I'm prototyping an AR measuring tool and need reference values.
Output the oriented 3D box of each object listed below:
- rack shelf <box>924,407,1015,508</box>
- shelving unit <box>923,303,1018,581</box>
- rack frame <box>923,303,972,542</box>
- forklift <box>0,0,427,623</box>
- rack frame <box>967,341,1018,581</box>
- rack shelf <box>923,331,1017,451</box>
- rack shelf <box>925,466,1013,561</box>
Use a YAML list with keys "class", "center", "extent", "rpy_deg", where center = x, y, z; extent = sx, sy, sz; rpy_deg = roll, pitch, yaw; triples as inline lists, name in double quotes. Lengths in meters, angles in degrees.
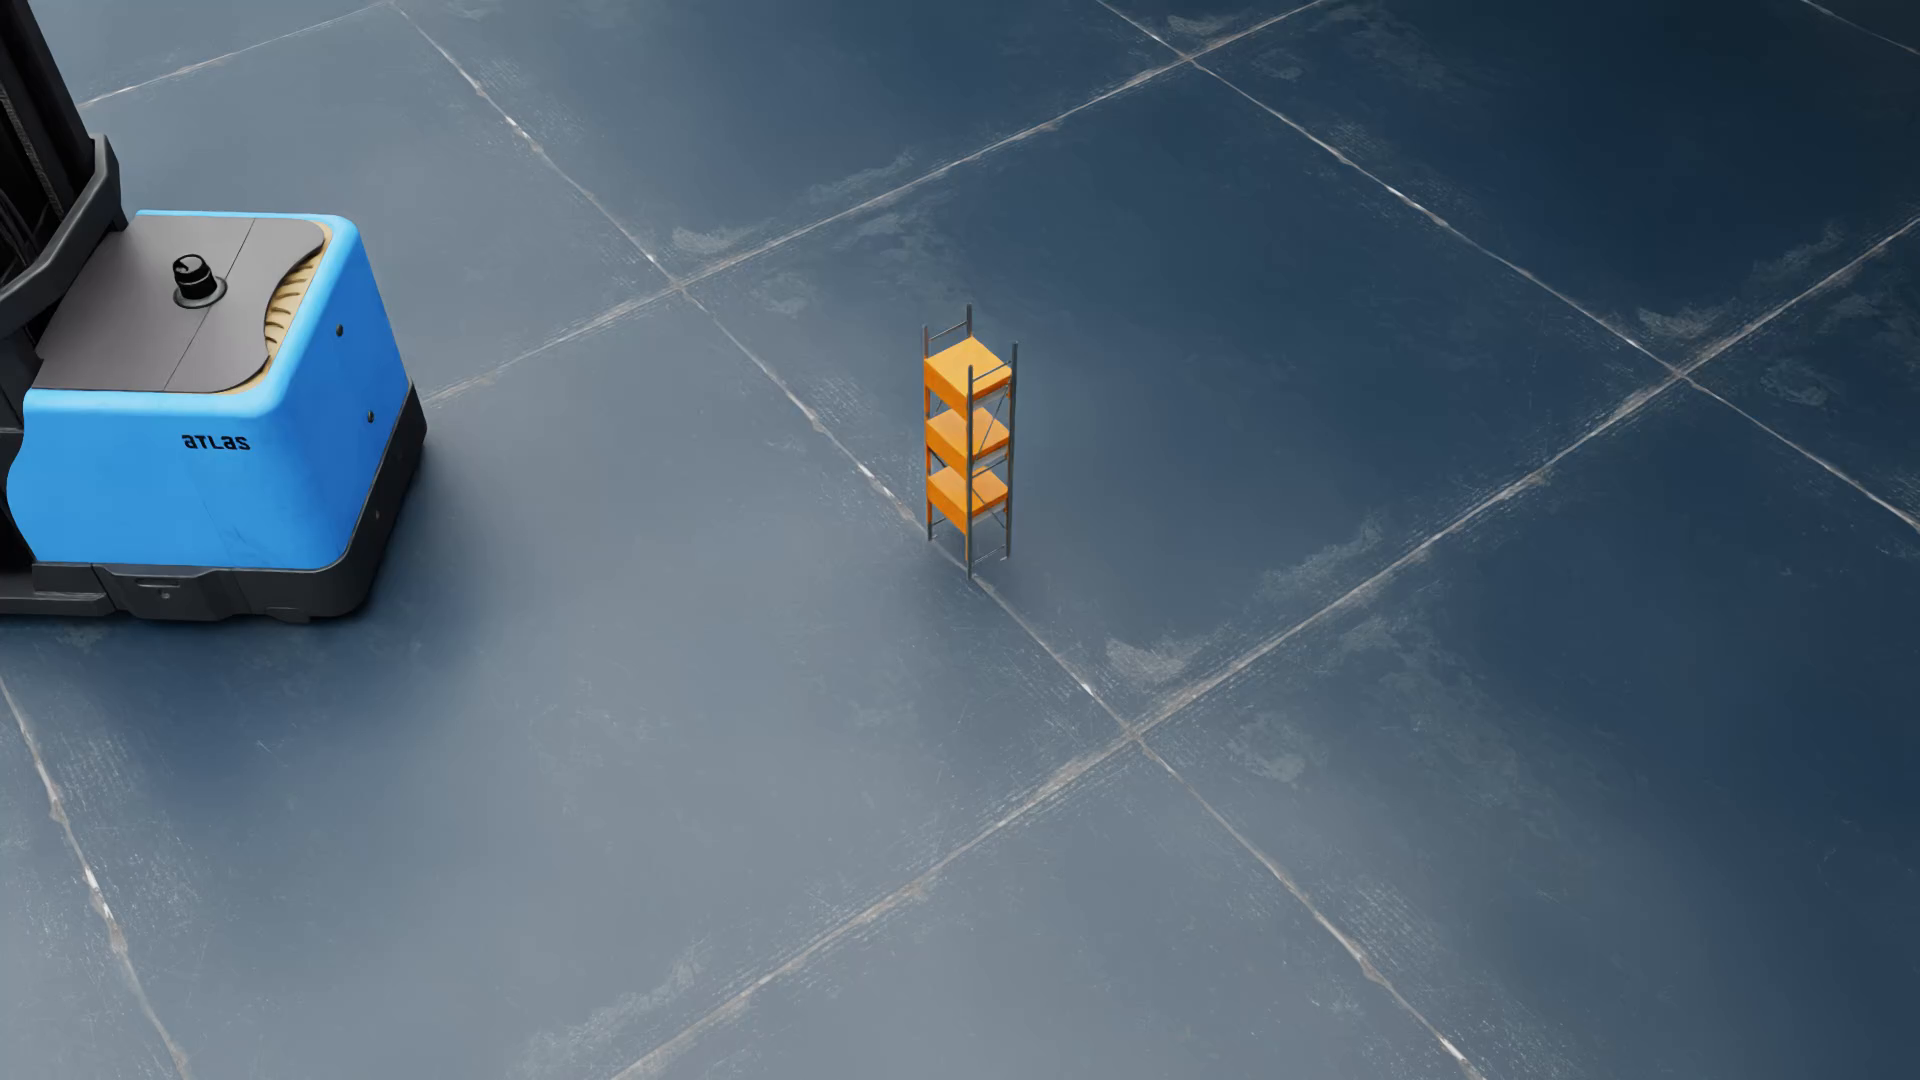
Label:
- class: "rack shelf"
  center: [0.032, -0.314, 5.840]
  extent: [0.215, 0.259, 0.240]
  rpy_deg: [-29, 54, -24]
- class: "shelving unit"
  center: [0.032, -0.321, 5.832]
  extent: [0.215, 1.050, 0.252]
  rpy_deg: [-29, 54, -24]
- class: "rack frame"
  center: [-0.041, -0.393, 5.898]
  extent: [0.200, 1.050, 0.008]
  rpy_deg: [-29, 54, -24]
- class: "forklift"
  center: [-3.627, -1.096, 5.265]
  extent: [3.031, 2.935, 1.130]
  rpy_deg: [2, 48, 2]
- class: "rack frame"
  center: [0.106, -0.249, 5.767]
  extent: [0.200, 1.050, 0.008]
  rpy_deg: [-29, 54, -24]
- class: "rack shelf"
  center: [0.032, -0.505, 5.630]
  extent: [0.215, 0.259, 0.240]
  rpy_deg: [-29, 54, -24]
- class: "rack shelf"
  center: [0.032, -0.127, 6.046]
  extent: [0.215, 0.259, 0.240]
  rpy_deg: [-29, 54, -24]
